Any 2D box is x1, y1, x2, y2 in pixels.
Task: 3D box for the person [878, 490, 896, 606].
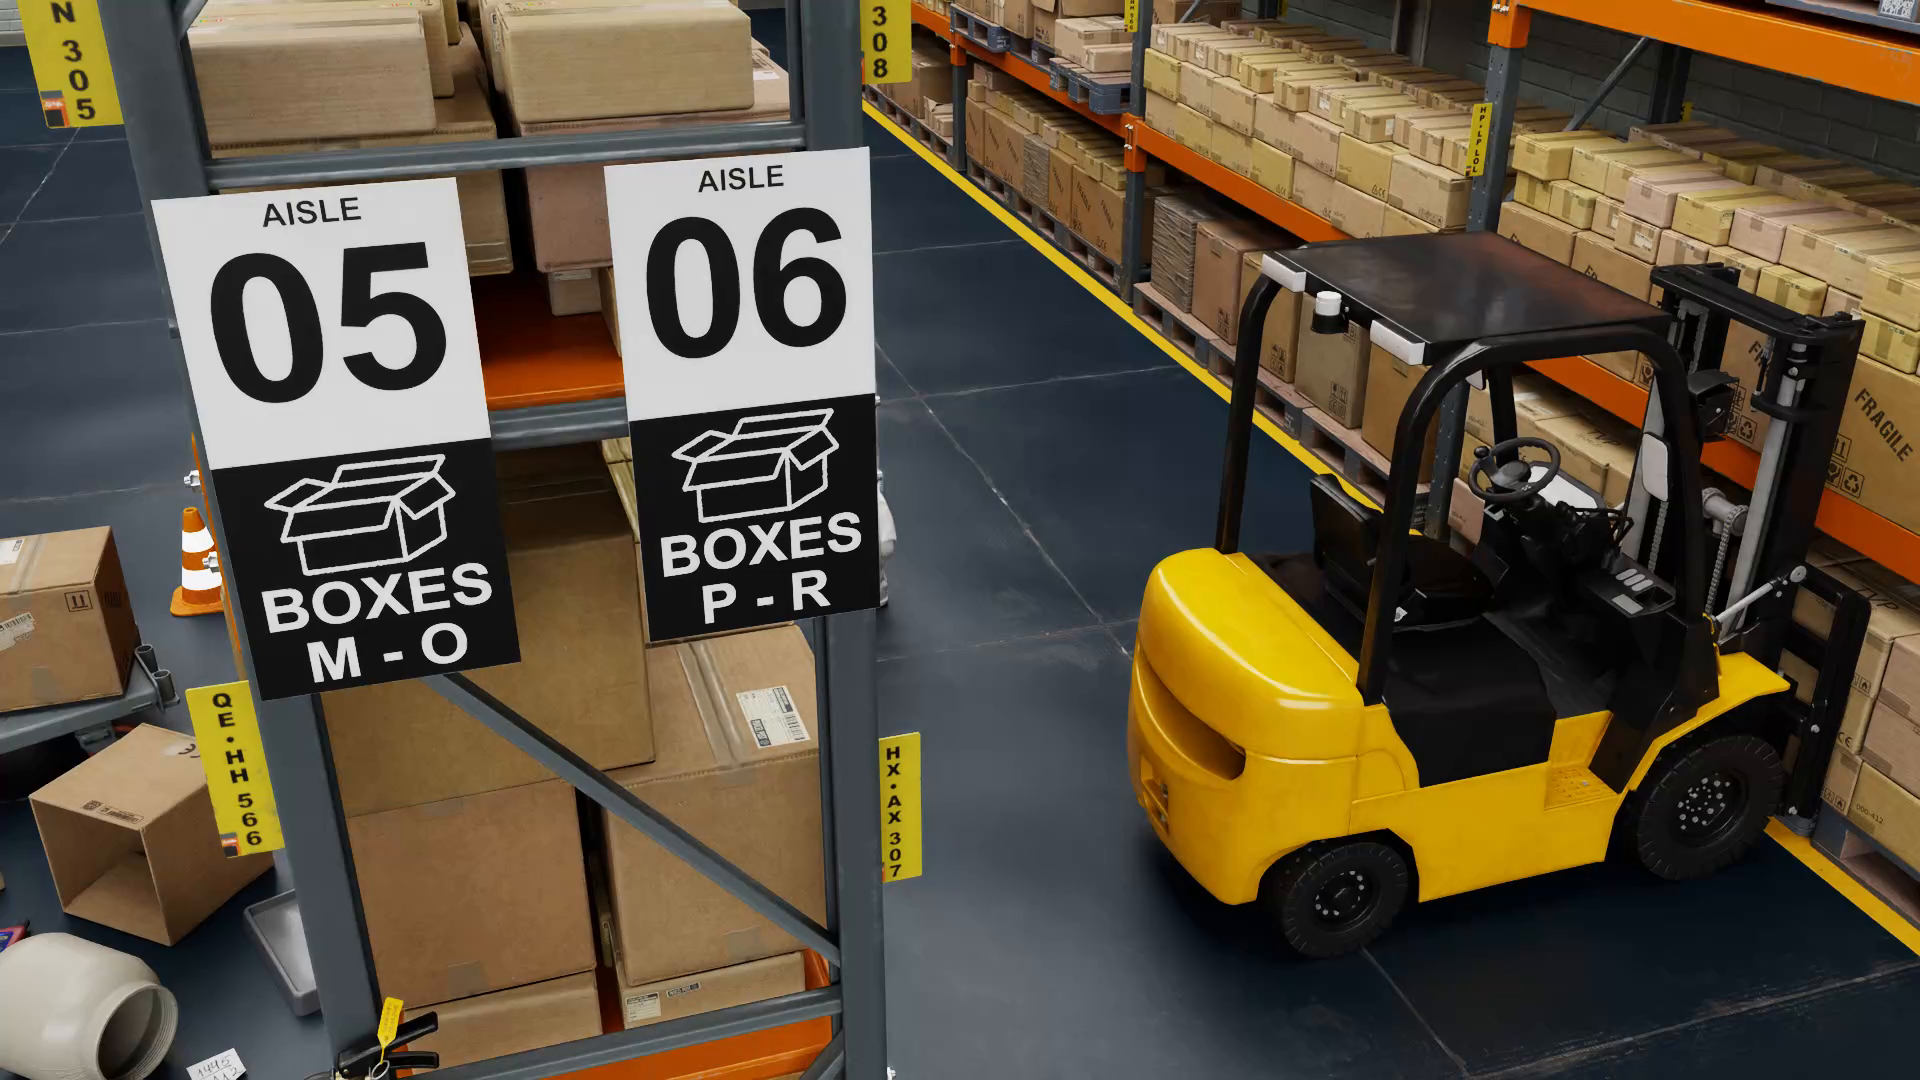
[{"bbox_3d":[-0.592,-0.107,7.895,0.475,0.843,0.884,-9,28,-17],"label":"person"}]
